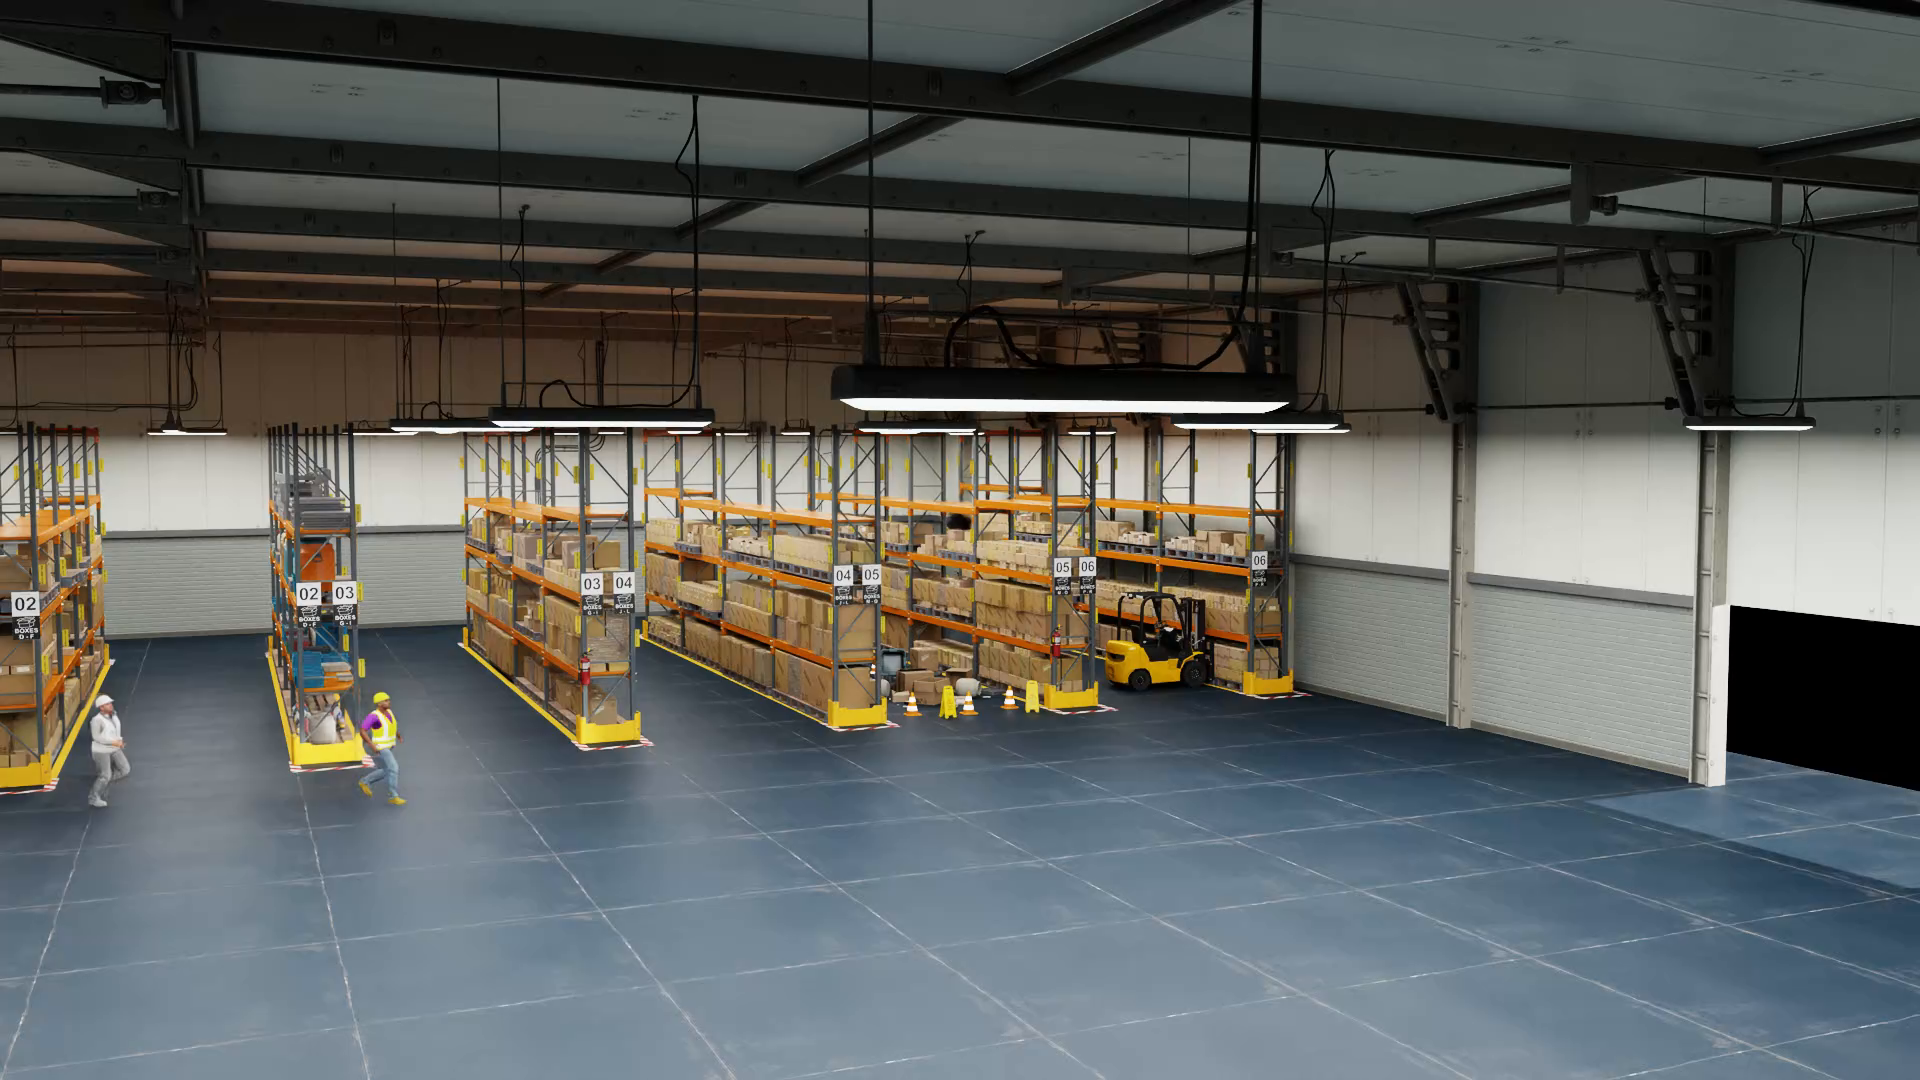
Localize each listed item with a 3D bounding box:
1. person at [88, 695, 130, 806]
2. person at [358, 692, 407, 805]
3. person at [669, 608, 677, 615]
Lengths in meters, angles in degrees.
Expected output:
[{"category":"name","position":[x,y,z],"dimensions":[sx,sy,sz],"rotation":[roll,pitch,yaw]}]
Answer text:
[{"category":"person","position":[-13.263,3.272,25.930],"dimensions":[0.679,1.730,0.676],"rotation":[1,4,10]},{"category":"person","position":[-9.086,3.259,26.098],"dimensions":[0.841,1.756,0.703],"rotation":[0,4,7]},{"category":"person","position":[-8.393,1.876,49.294],"dimensions":[0.614,1.659,0.658],"rotation":[1,4,11]}]
